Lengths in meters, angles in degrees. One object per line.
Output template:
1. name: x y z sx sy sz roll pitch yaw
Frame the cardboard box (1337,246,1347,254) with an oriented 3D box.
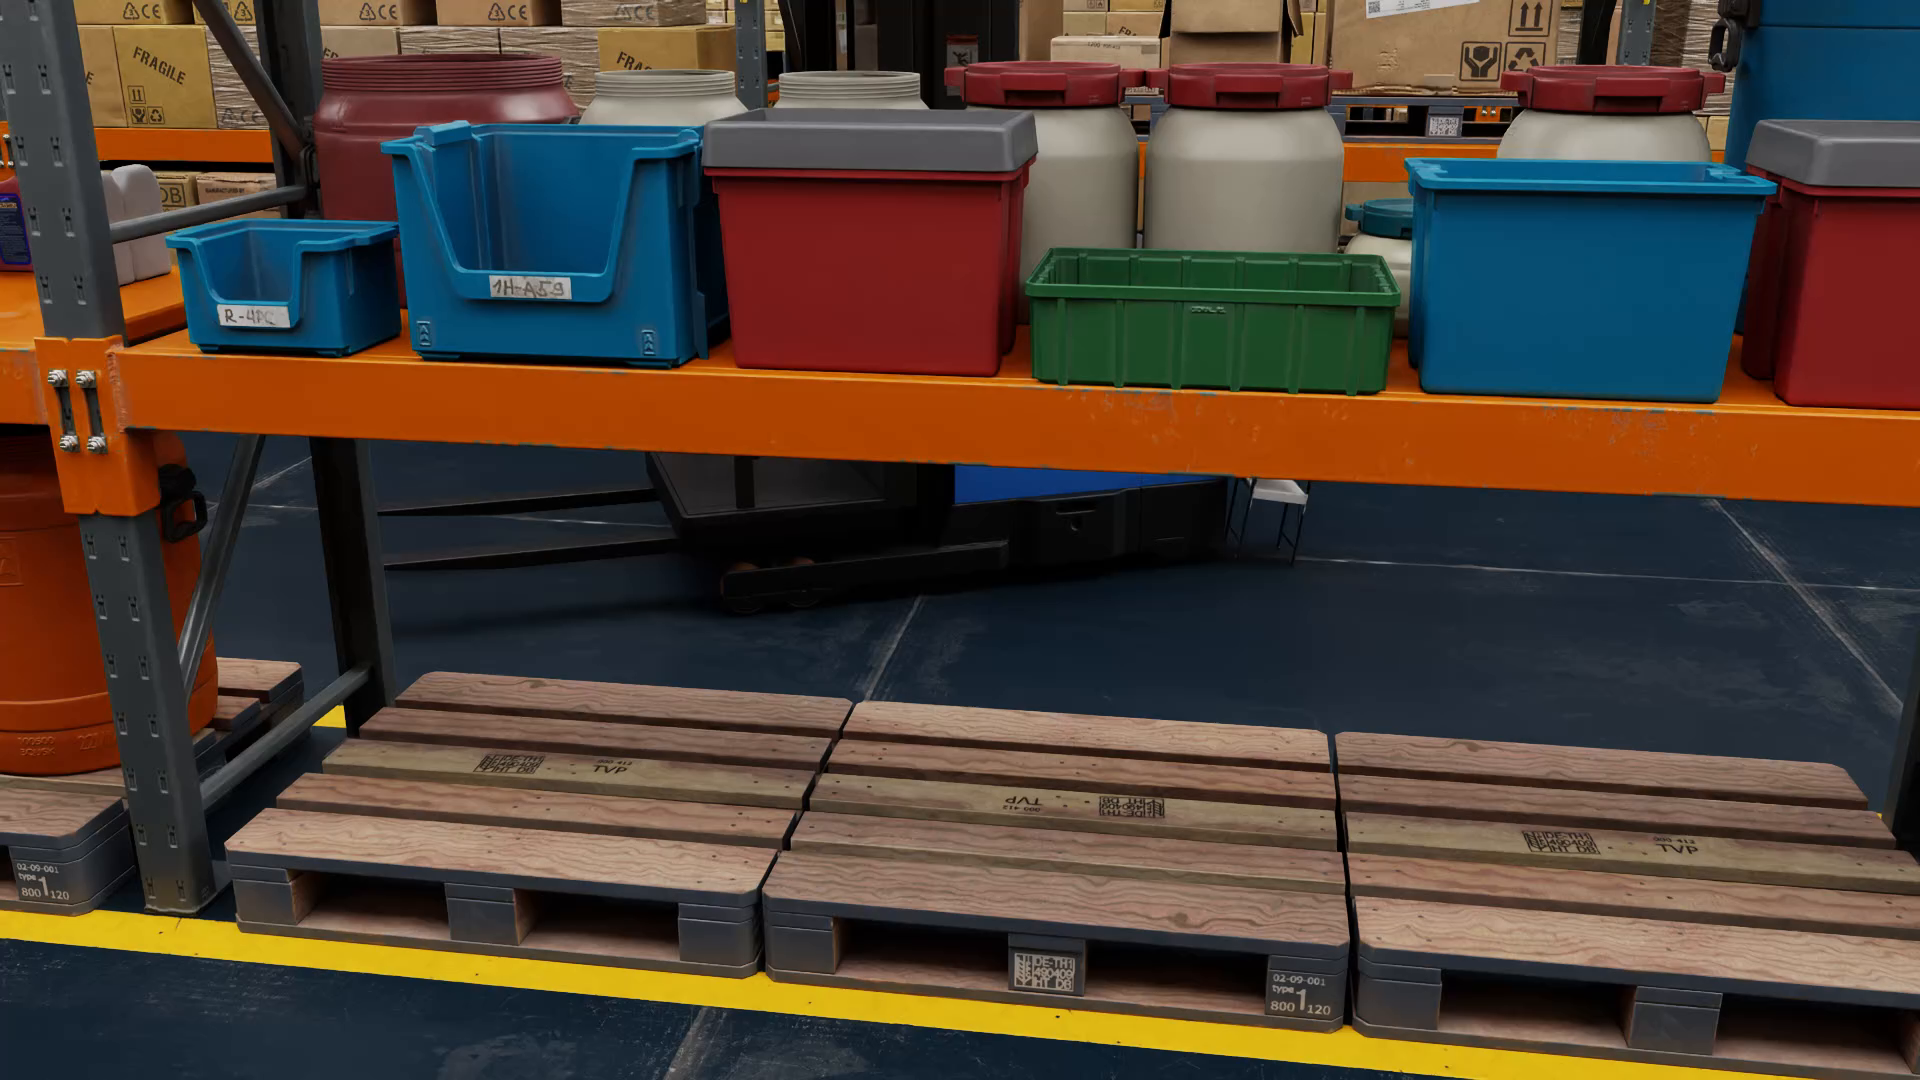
1. cardboard box: 1.957 -1.170 8.318 0.500 0.500 0.700 3 19 8

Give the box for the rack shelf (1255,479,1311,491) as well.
1. rack shelf: 1.143 -0.260 6.013 0.200 0.077 0.258 7 18 -6

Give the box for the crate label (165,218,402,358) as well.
1. crate label: -1.350 -0.511 3.366 0.416 0.233 0.303 3 19 9

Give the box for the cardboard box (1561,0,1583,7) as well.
1. cardboard box: 4.273 -4.182 12.136 0.550 0.550 0.875 3 19 9

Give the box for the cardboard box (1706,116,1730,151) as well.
1. cardboard box: 3.437 -1.838 7.466 0.250 0.149 0.380 3 19 9

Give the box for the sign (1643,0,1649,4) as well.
1. sign: 2.944 -2.454 7.086 0.005 0.325 0.100 3 19 9

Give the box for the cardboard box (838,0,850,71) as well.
1. cardboard box: -0.382 -2.512 8.265 0.500 0.500 0.500 1 19 2

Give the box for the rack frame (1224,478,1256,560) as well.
1. rack frame: 1.061 -0.389 5.965 0.006 0.900 0.240 7 18 -6

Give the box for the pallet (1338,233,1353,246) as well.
1. pallet: 3.141 -2.321 12.907 1.213 0.211 1.003 3 19 9

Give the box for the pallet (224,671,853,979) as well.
1. pallet: -0.948 0.645 4.043 1.213 0.211 1.003 3 19 9

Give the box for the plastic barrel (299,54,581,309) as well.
1. plastic barrel: -1.201 -0.865 3.946 0.708 0.536 0.600 3 19 9

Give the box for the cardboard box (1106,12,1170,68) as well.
1. cardboard box: 1.366 -3.719 12.534 0.500 0.500 0.500 3 19 9

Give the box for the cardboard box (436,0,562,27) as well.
1. cardboard box: -2.284 -2.879 8.442 0.637 0.503 0.797 3 19 10

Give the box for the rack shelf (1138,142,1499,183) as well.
1. rack shelf: 1.053 -1.839 8.205 4.000 0.370 1.077 3 19 9

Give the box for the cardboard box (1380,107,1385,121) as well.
1. cardboard box: 5.895 -5.673 22.203 0.500 0.250 0.500 3 19 9

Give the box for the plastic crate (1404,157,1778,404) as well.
1. plastic crate: 1.104 -0.478 3.029 0.575 0.384 0.392 3 19 9

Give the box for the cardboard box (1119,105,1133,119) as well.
1. cardboard box: 2.048 -5.978 22.522 0.625 0.625 0.875 4 19 10

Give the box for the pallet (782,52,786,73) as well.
1. pallet: -0.755 -3.741 13.058 1.003 0.211 1.213 3 19 9

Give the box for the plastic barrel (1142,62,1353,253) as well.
1. plastic barrel: 0.608 -0.746 3.590 0.433 0.535 0.433 0 18 0

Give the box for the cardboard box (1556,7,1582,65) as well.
1. cardboard box: 4.281 -3.684 12.351 0.550 0.550 0.875 3 19 9

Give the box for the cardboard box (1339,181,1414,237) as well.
1. cardboard box: 3.287 -2.763 12.718 0.750 0.750 1.050 3 19 8

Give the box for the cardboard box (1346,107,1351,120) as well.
1. cardboard box: 4.867 -5.835 22.095 0.625 0.625 0.875 4 19 11

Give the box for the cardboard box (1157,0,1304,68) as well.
1. cardboard box: 1.302 -2.386 7.881 0.637 0.503 0.797 5 19 14

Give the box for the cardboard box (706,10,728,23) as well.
1. cardboard box: -1.869 -3.997 12.786 0.250 0.149 0.380 3 19 10

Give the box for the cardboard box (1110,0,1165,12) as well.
1. cardboard box: 1.413 -4.275 12.619 0.500 0.500 0.700 3 19 8

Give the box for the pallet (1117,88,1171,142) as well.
1. pallet: 1.040 -2.103 8.162 1.213 0.211 1.003 3 19 9

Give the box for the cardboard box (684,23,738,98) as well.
1. cardboard box: -1.358 -2.438 8.703 0.500 0.500 0.500 3 19 10

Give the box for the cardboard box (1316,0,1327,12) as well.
1. cardboard box: 2.915 -4.198 12.389 0.500 0.500 0.700 3 19 8

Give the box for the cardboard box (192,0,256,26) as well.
1. cardboard box: -3.563 -2.937 8.616 0.637 0.503 0.797 3 19 9

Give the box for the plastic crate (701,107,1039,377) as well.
1. plastic crate: -0.160 -0.582 3.214 0.583 0.464 0.402 3 19 9

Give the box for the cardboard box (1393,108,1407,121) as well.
1. cardboard box: 4.347 -3.798 15.674 0.500 0.500 0.500 3 19 9

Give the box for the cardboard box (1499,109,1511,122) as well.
1. cardboard box: 4.525 -2.766 12.529 0.875 0.875 0.875 3 19 9

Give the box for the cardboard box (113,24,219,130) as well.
1. cardboard box: -3.960 -2.403 8.599 0.500 0.500 0.500 3 19 9

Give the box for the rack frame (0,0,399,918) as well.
1. rack frame: -1.707 -0.729 3.754 0.127 3.000 1.000 3 19 9

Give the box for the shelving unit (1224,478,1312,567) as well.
1. shelving unit: 1.161 -0.376 5.975 0.210 0.900 0.258 7 18 -6

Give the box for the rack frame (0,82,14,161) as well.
1. rack frame: -4.871 -2.482 8.993 0.127 3.000 1.000 3 19 9

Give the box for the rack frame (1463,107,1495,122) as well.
1. rack frame: 3.915 -3.628 12.419 0.127 3.000 1.000 3 19 9

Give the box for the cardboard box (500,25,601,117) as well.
1. cardboard box: -1.939 -2.302 8.298 0.500 0.500 0.500 3 19 8

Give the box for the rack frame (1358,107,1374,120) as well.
1. rack frame: 5.384 -6.739 21.717 0.127 3.000 1.000 3 19 9

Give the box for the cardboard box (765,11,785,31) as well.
1. cardboard box: -1.366 -3.971 12.708 0.250 0.149 0.380 3 19 9

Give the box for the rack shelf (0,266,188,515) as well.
1. rack shelf: -3.682 -0.488 4.169 4.000 0.370 1.077 3 19 9

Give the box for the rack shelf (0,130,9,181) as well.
1. rack shelf: -6.845 -2.241 9.408 4.000 0.370 1.077 3 19 9

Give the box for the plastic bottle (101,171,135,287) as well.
1. plastic bottle: -2.107 -0.745 3.999 0.135 0.276 0.152 3 19 9

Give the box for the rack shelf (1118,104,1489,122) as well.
1. rack shelf: 1.940 -3.387 12.834 4.000 0.370 1.077 3 19 9

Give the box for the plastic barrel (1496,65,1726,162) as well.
1. plastic barrel: 1.333 -0.709 3.480 0.433 0.535 0.433 0 18 0

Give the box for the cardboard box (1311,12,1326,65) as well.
1. cardboard box: 2.858 -3.643 12.307 0.500 0.500 0.500 3 19 8

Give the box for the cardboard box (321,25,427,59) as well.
1. cardboard box: -2.955 -2.353 8.451 0.500 0.500 0.500 3 19 10

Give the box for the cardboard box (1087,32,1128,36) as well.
1. cardboard box: 0.768 -2.417 8.348 0.258 0.266 0.396 2 19 7

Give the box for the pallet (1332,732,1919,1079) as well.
1. pallet: 1.461 0.768 3.676 1.213 0.211 1.003 3 19 9

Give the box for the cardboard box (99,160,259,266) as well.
1. cardboard box: -4.236 -1.647 9.186 0.875 0.875 1.225 3 19 9

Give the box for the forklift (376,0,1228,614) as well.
1. forklift: -0.602 -1.331 5.661 3.031 2.935 1.130 -6 19 -16

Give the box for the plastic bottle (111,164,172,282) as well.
1. plastic bottle: -2.083 -0.793 4.141 0.135 0.276 0.152 3 19 9

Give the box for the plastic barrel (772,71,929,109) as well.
1. plastic barrel: -0.241 -0.776 3.718 0.421 0.512 0.421 0 18 0

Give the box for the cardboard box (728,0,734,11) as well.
1. cardboard box: -1.599 -4.125 12.701 0.250 0.149 0.380 3 19 9
